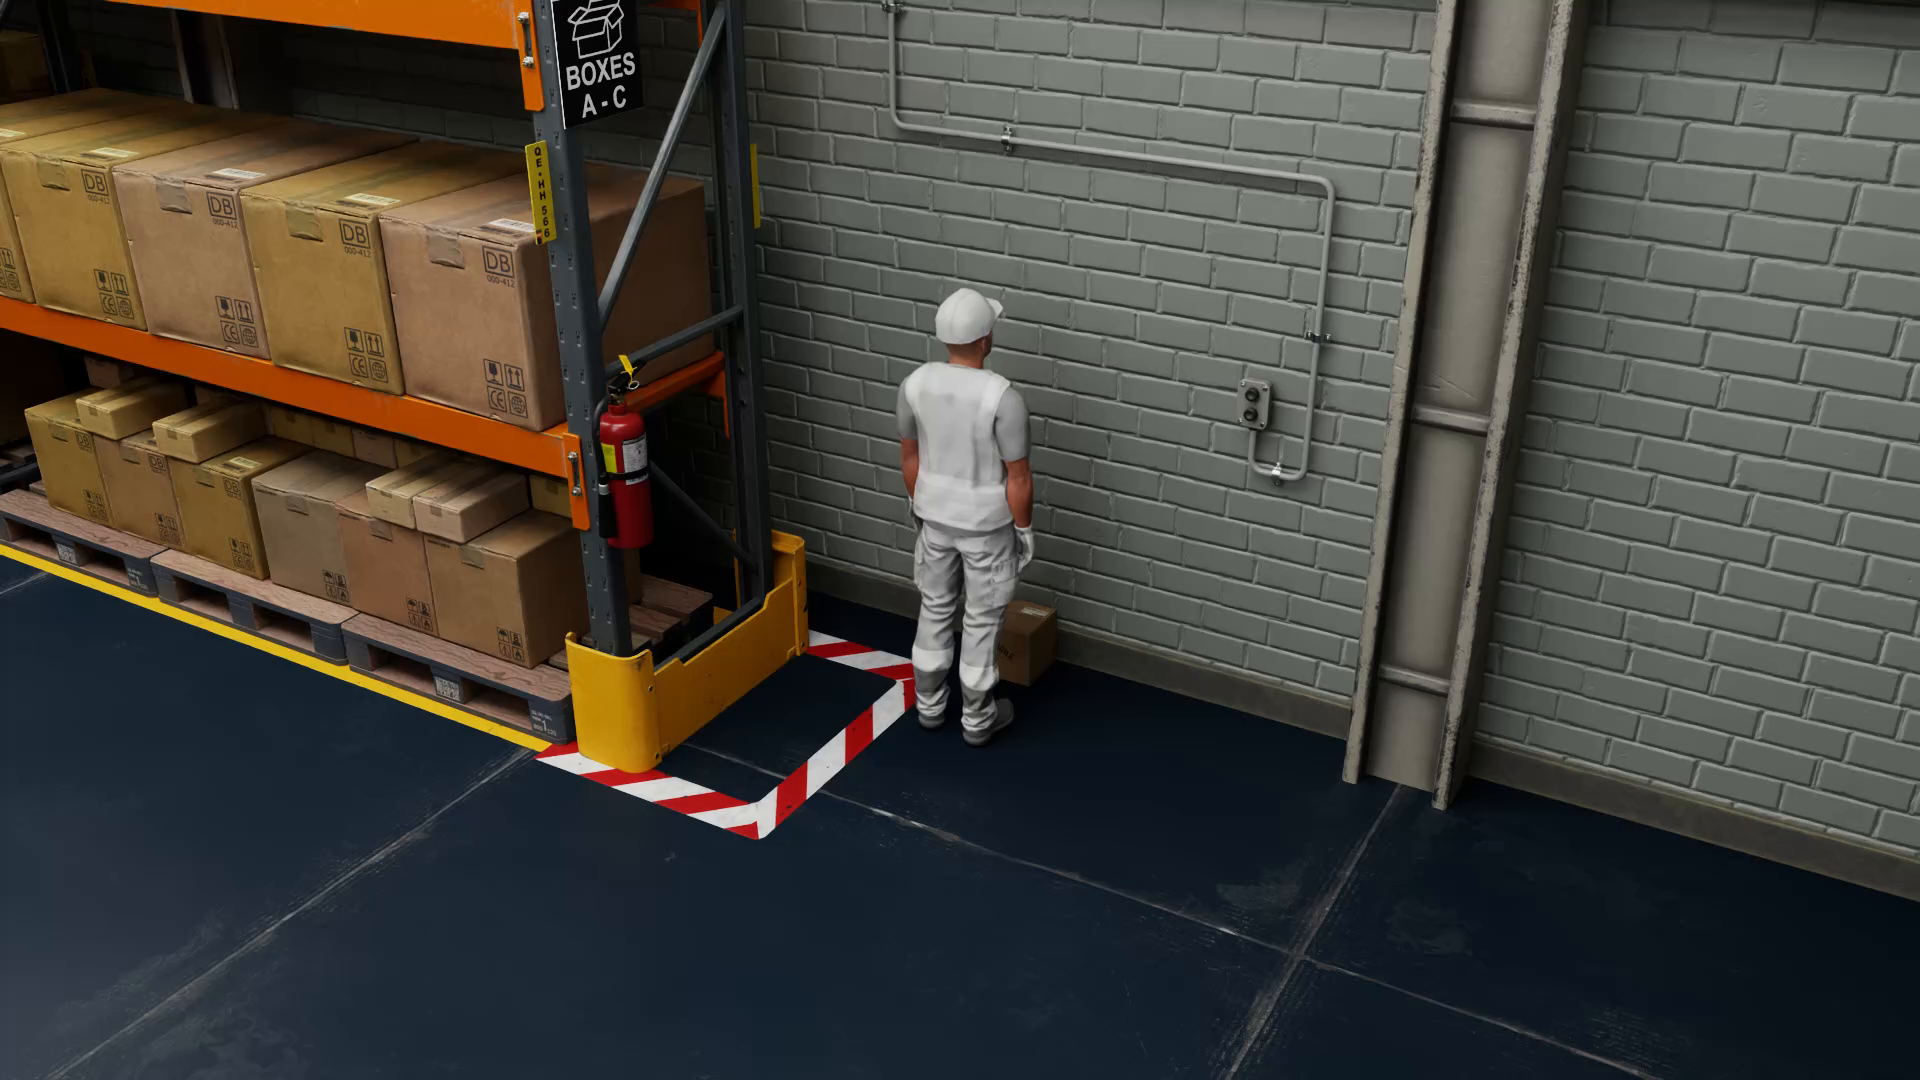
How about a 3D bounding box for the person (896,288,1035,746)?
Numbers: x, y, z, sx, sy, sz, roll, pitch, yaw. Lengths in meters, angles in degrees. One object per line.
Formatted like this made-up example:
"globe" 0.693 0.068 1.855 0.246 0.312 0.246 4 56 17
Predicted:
"person" 0.033 -0.073 6.204 0.554 1.798 0.325 14 29 25
